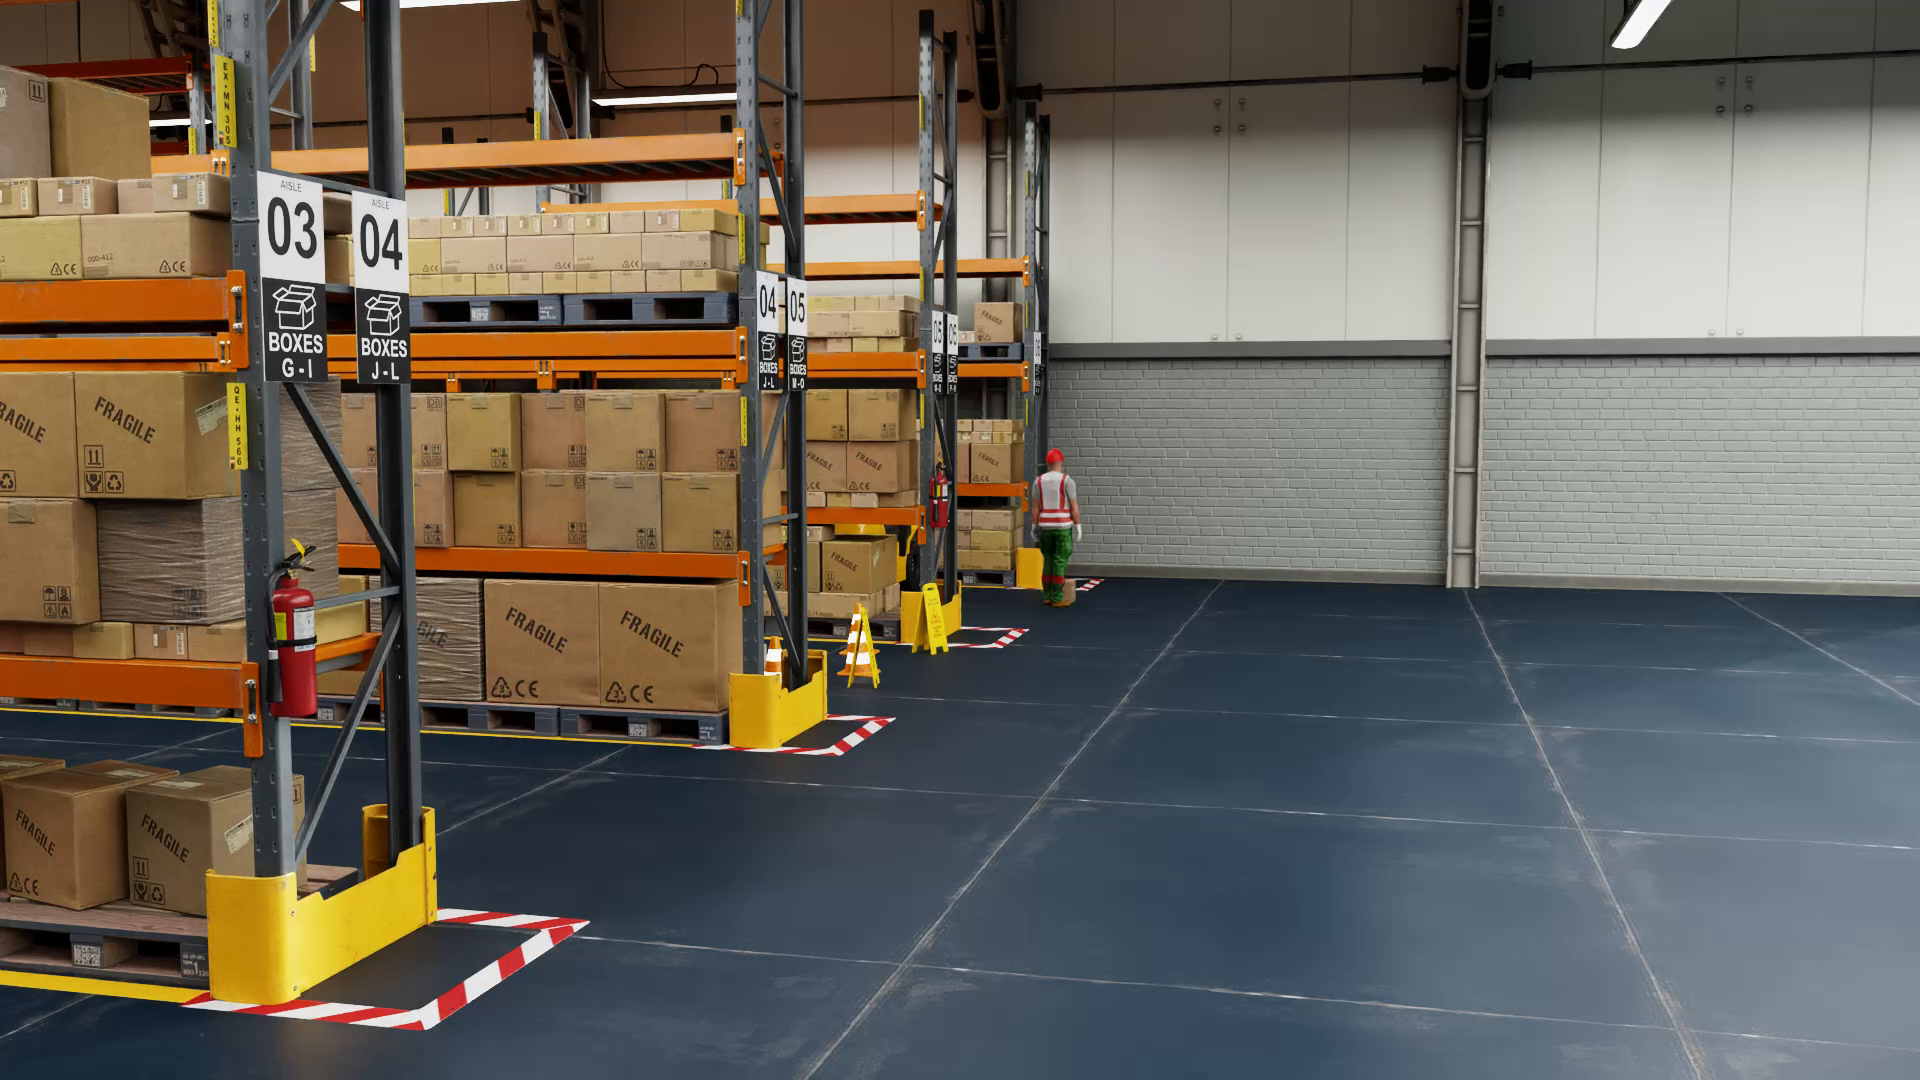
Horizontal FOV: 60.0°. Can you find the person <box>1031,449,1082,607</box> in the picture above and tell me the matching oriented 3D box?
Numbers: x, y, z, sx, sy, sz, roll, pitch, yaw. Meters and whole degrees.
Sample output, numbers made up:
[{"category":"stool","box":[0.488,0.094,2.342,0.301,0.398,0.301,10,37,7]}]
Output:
[{"category":"person","box":[1.126,-0.122,18.922,0.585,1.832,0.496,2,5,28]}]
